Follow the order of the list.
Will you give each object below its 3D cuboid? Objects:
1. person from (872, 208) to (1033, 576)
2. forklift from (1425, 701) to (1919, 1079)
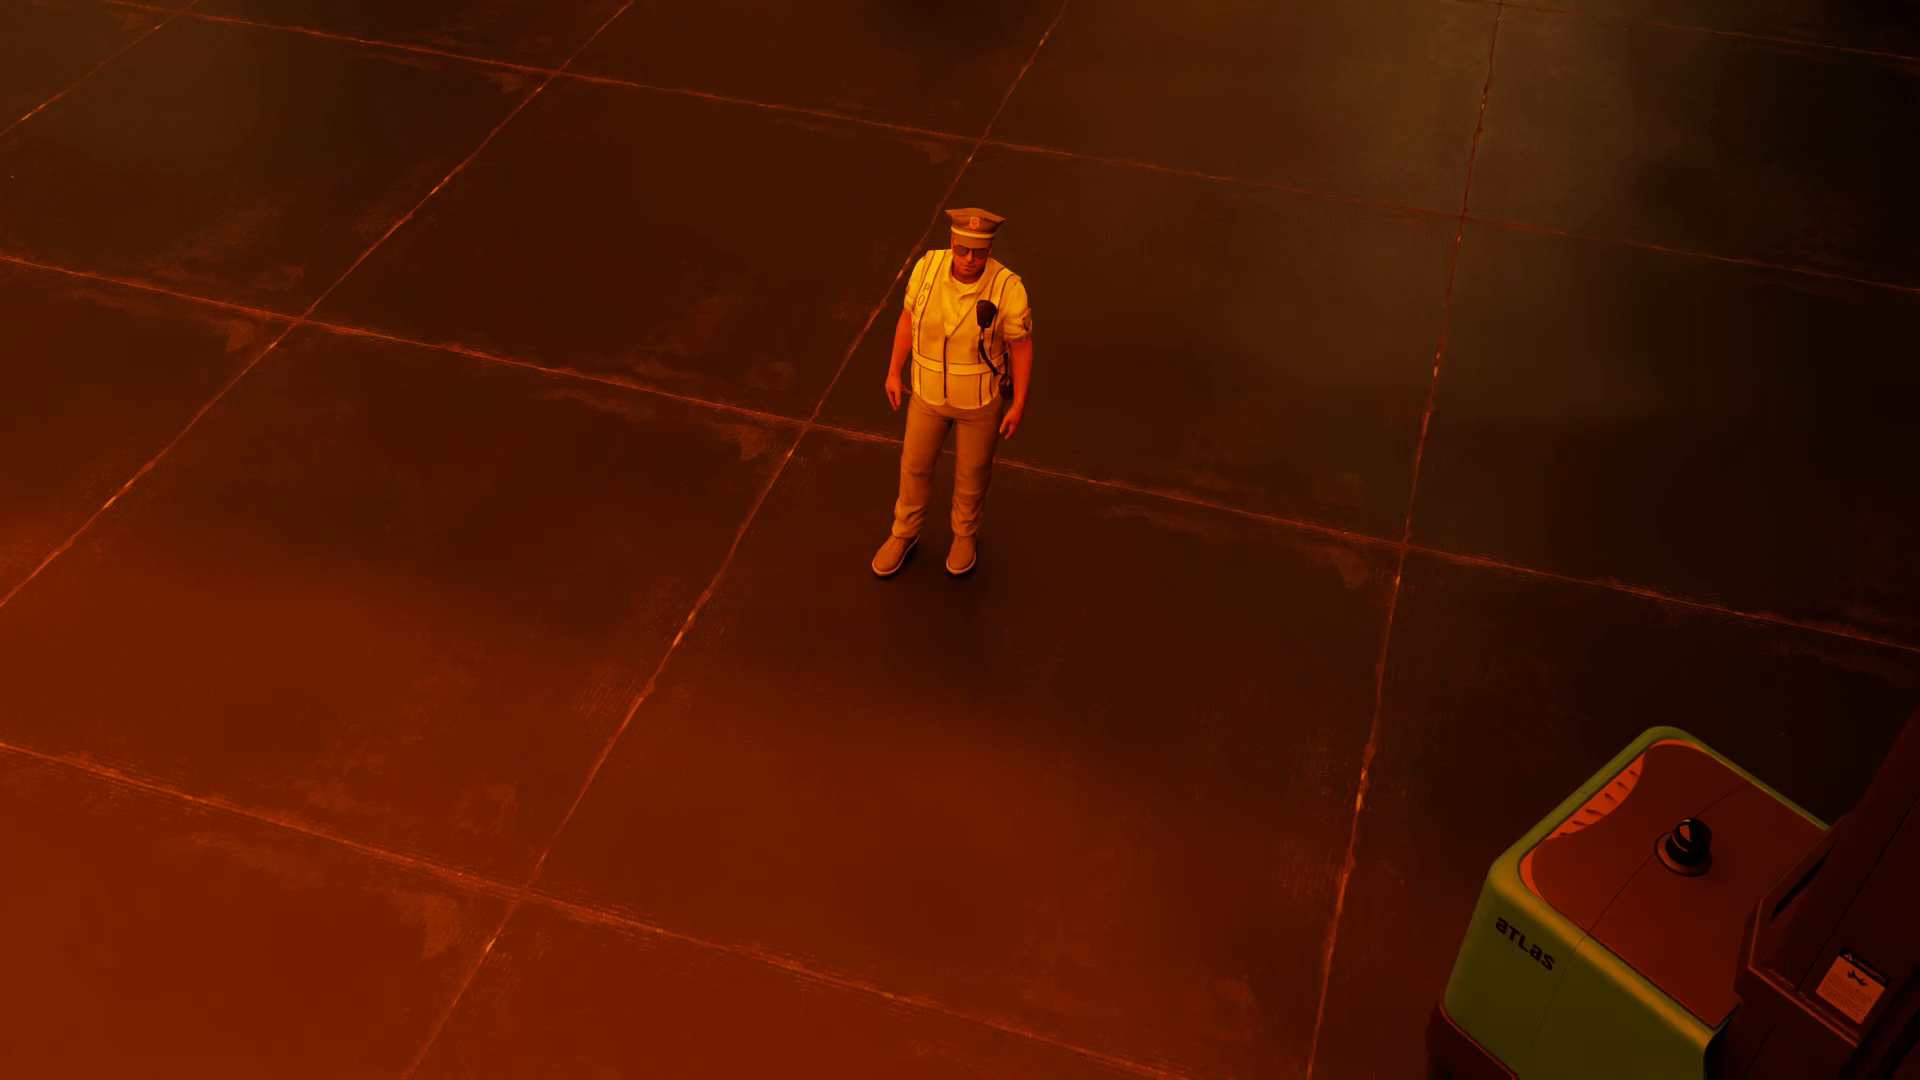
[{"bbox_3d":[-0.035,-0.609,7.177,0.641,1.778,0.574,12,44,13],"label":"person"},{"bbox_3d":[2.968,1.295,4.297,1.130,2.935,3.031,-30,51,-28],"label":"forklift"}]
